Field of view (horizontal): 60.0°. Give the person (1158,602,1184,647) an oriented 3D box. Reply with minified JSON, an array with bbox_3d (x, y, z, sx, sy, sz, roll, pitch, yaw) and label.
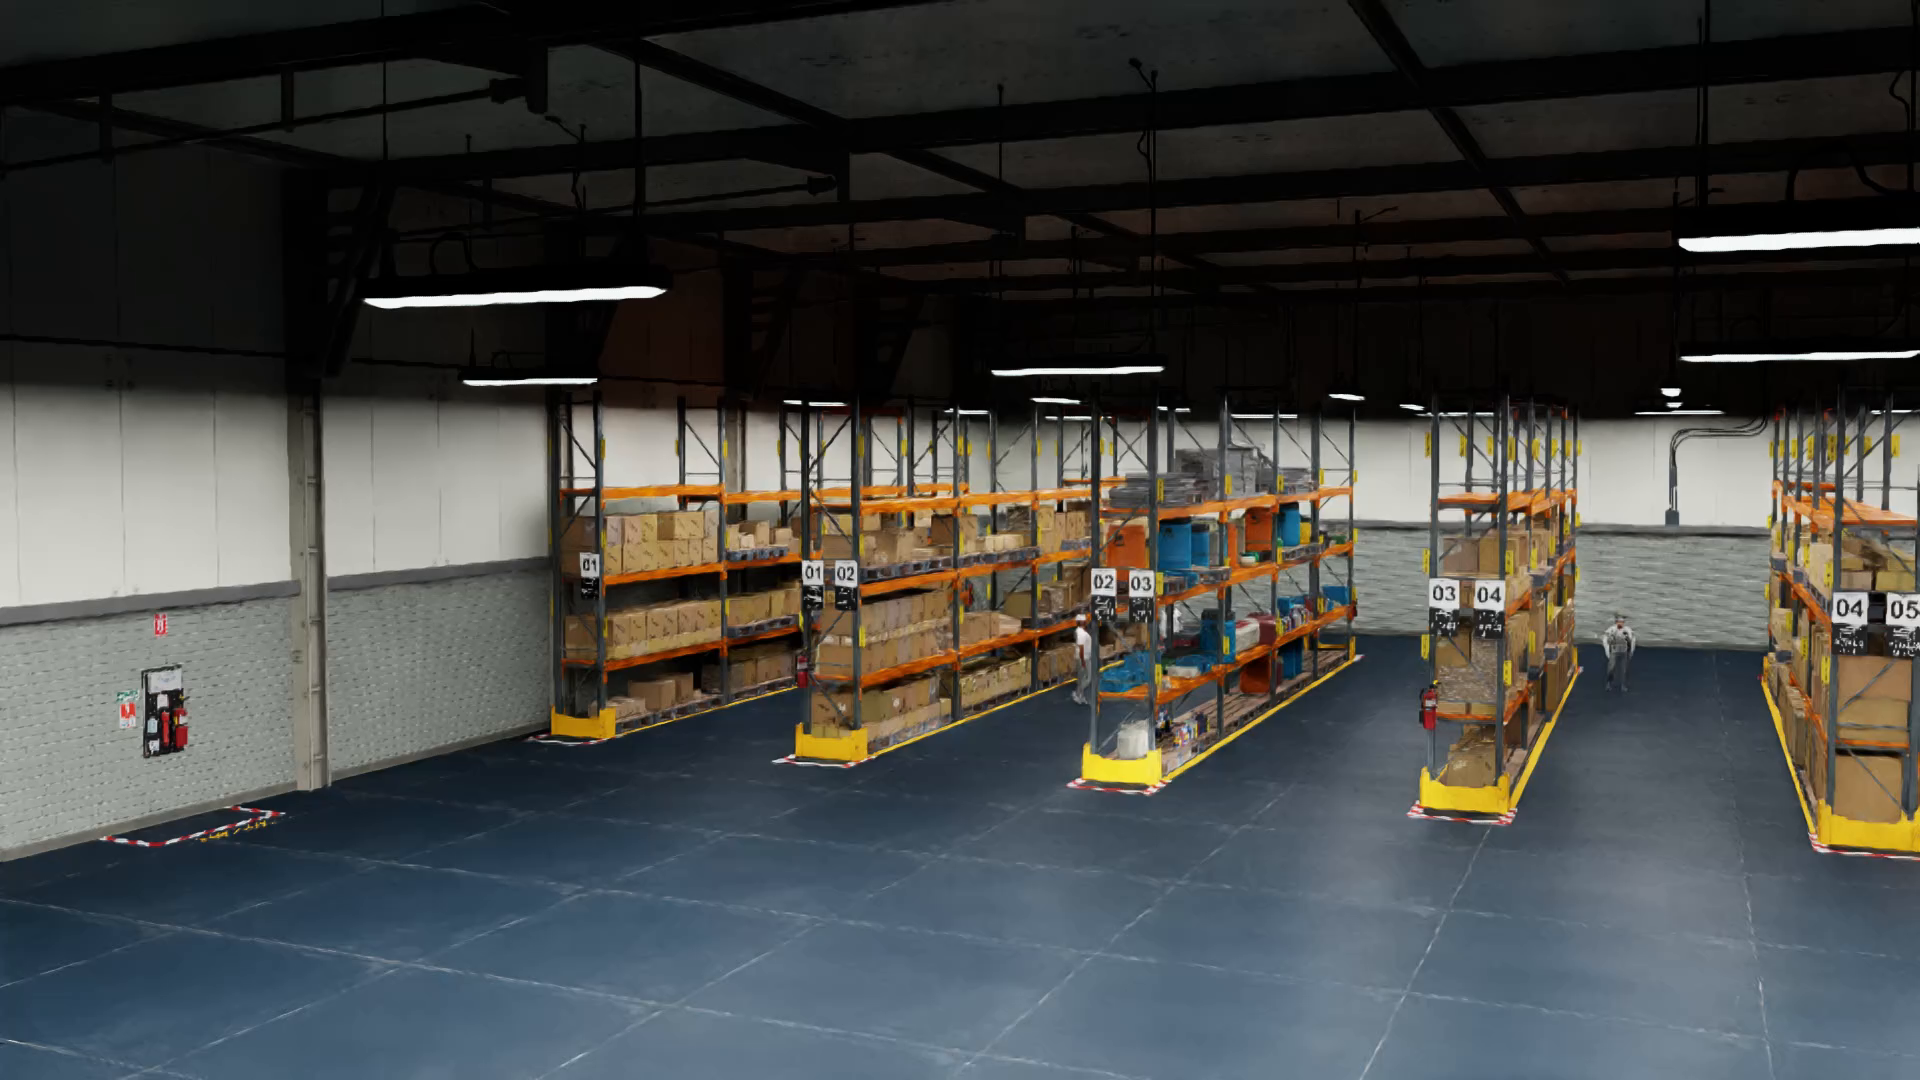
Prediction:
[{"bbox_3d":[4.669,2.101,36.966,0.543,1.700,1.107,1,3,25],"label":"person"}]

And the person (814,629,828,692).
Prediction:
[{"bbox_3d":[-2.490,2.467,30.484,0.432,1.677,0.499,0,3,-8],"label":"person"}]

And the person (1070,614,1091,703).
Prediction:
[{"bbox_3d":[2.380,2.322,32.502,0.457,1.762,0.603,0,3,-2],"label":"person"}]

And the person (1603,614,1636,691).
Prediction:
[{"bbox_3d":[13.556,2.305,34.200,0.639,1.632,0.506,1,3,21],"label":"person"}]
